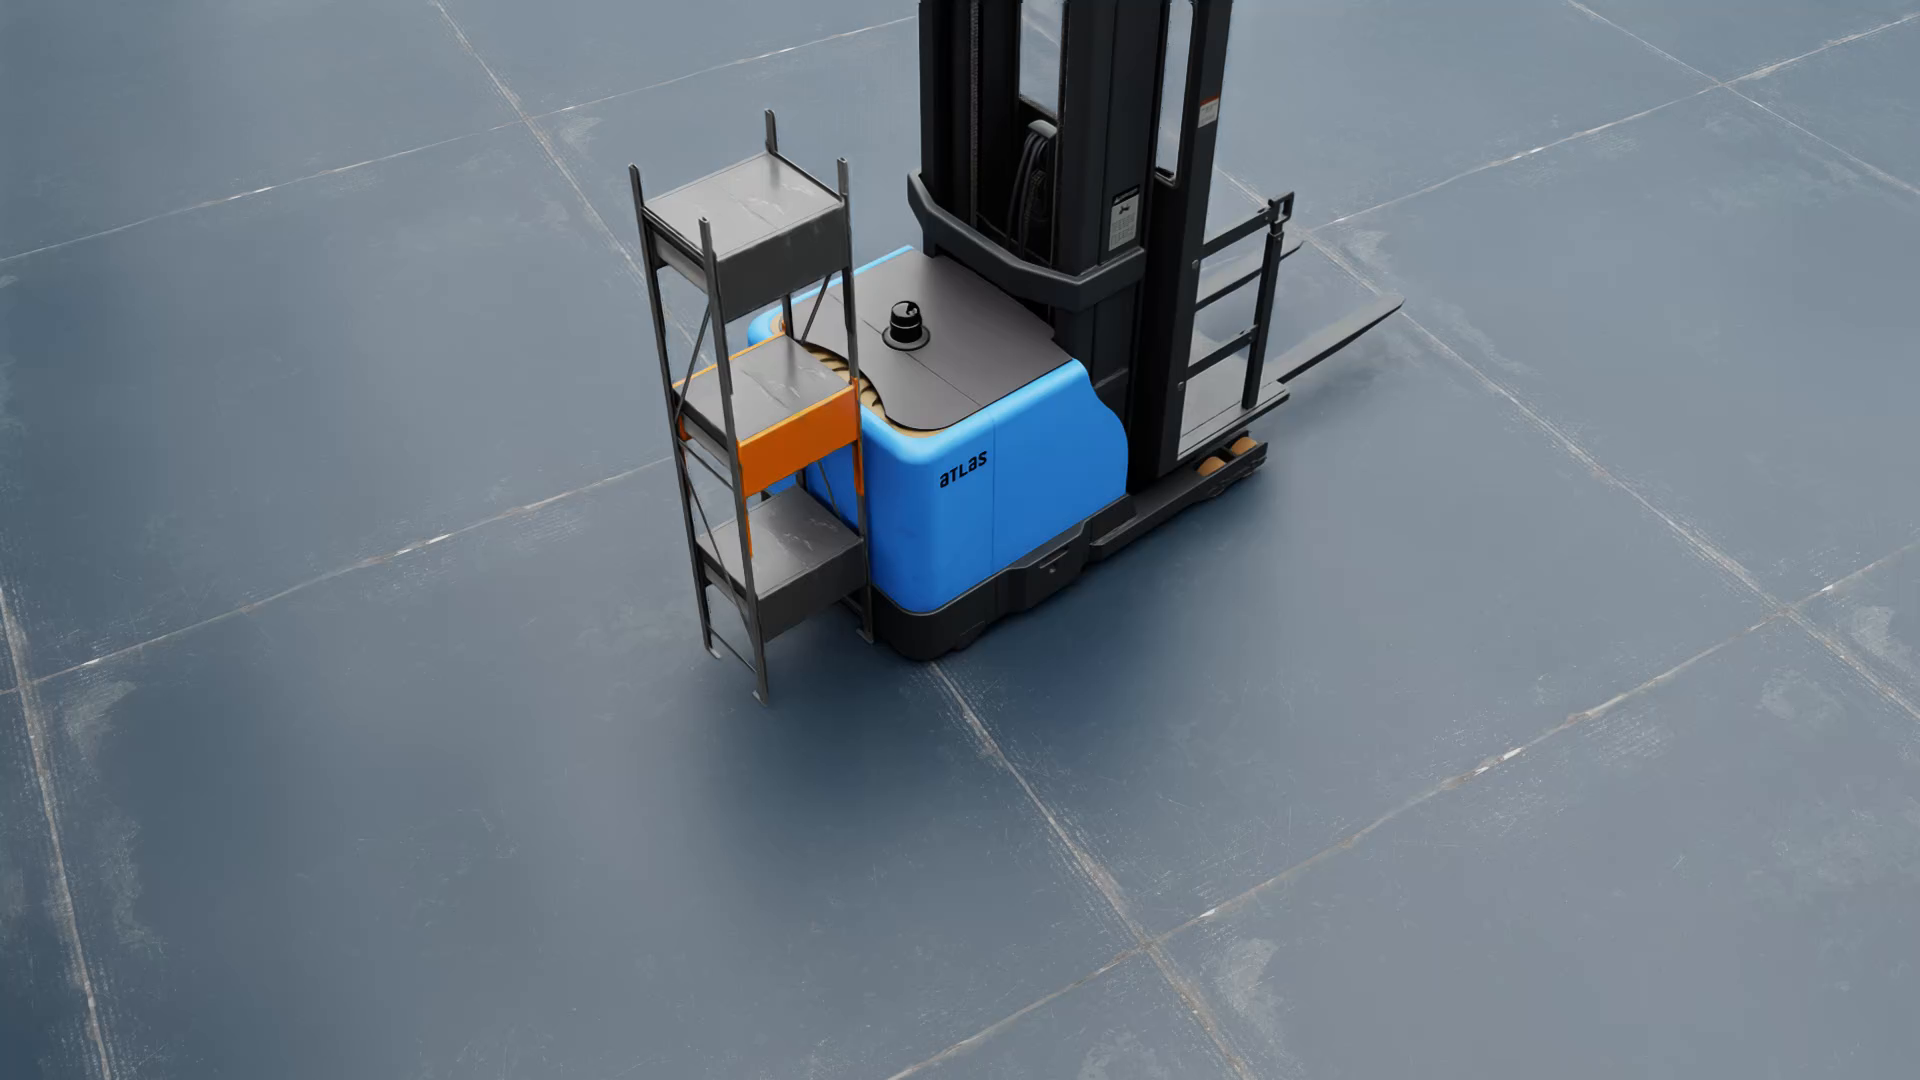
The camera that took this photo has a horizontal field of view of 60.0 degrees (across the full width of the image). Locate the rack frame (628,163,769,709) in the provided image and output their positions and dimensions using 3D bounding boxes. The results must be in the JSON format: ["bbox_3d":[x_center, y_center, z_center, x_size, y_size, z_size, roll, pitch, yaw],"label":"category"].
[{"bbox_3d":[-0.836,-0.242,5.492,0.015,2.100,0.400,-31,52,-28],"label":"rack frame"}]

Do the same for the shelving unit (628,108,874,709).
[{"bbox_3d":[-0.650,-0.352,5.605,0.503,2.100,0.431,-31,52,-28],"label":"shelving unit"}]

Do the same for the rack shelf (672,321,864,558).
[{"bbox_3d":[-0.650,-0.343,5.615,0.480,0.518,0.431,-31,52,-28],"label":"rack shelf"}]

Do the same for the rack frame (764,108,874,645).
[{"bbox_3d":[-0.465,-0.463,5.719,0.015,2.100,0.400,-31,52,-28],"label":"rack frame"}]

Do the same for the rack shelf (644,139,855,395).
[{"bbox_3d":[-0.650,-0.845,5.127,0.480,0.518,0.431,-31,52,-28],"label":"rack shelf"}]

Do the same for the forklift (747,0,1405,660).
[{"bbox_3d":[0.659,-1.485,6.175,3.031,2.935,1.130,-31,52,-28],"label":"forklift"}]

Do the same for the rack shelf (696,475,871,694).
[{"bbox_3d":[-0.650,0.160,6.102,0.480,0.518,0.431,-31,52,-28],"label":"rack shelf"}]
